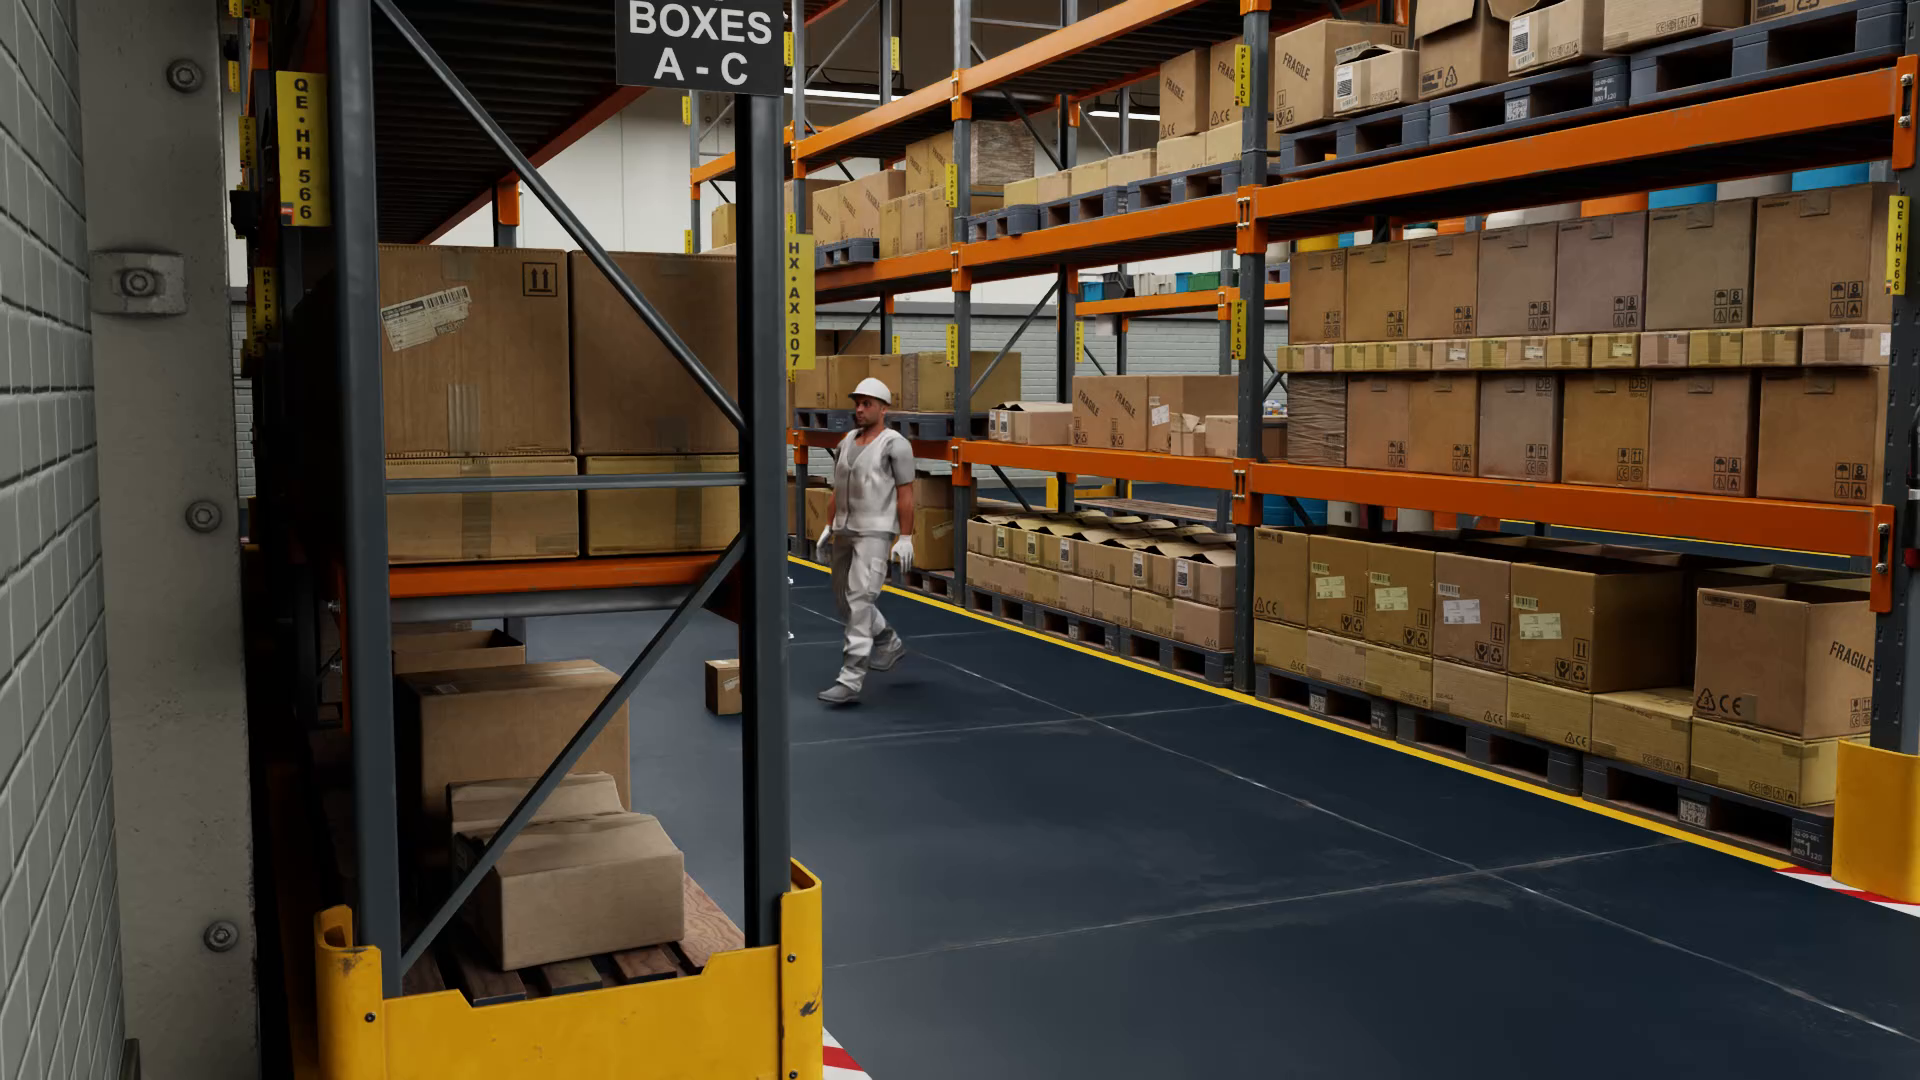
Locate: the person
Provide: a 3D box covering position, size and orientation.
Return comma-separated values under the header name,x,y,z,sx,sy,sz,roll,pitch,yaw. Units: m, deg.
name,x,y,z,sx,sy,sz,roll,pitch,yaw
person,-0.547,-0.016,9.251,0.548,1.764,0.910,5,7,43
